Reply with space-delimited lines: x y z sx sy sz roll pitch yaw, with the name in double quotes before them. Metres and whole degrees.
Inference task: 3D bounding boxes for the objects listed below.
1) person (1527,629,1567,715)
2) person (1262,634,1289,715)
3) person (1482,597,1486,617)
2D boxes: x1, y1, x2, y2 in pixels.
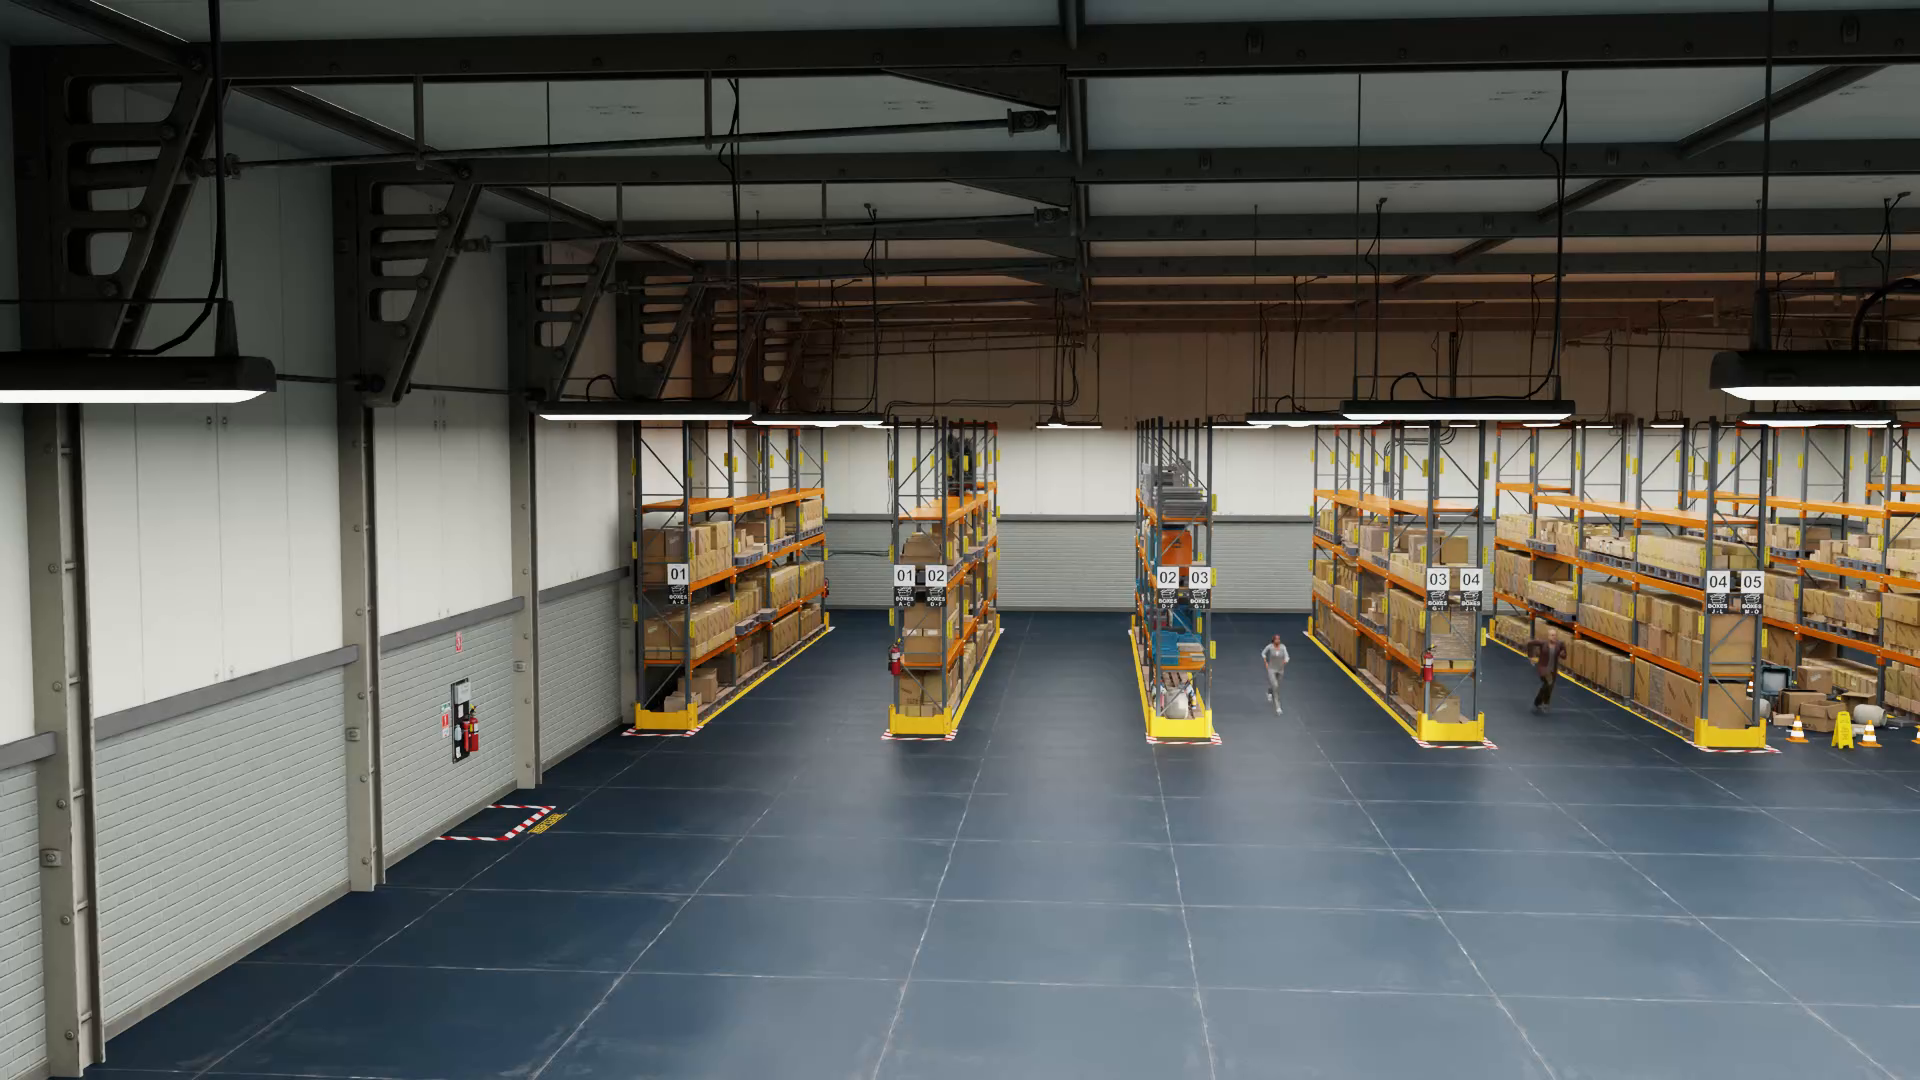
"person" 11.875 2.653 33.656 0.691 1.737 0.989 -1 4 -10
"person" 6.468 2.714 34.079 0.495 1.616 1.016 -1 4 -12
"person" 13.532 2.033 43.685 0.554 1.679 0.632 0 4 5
